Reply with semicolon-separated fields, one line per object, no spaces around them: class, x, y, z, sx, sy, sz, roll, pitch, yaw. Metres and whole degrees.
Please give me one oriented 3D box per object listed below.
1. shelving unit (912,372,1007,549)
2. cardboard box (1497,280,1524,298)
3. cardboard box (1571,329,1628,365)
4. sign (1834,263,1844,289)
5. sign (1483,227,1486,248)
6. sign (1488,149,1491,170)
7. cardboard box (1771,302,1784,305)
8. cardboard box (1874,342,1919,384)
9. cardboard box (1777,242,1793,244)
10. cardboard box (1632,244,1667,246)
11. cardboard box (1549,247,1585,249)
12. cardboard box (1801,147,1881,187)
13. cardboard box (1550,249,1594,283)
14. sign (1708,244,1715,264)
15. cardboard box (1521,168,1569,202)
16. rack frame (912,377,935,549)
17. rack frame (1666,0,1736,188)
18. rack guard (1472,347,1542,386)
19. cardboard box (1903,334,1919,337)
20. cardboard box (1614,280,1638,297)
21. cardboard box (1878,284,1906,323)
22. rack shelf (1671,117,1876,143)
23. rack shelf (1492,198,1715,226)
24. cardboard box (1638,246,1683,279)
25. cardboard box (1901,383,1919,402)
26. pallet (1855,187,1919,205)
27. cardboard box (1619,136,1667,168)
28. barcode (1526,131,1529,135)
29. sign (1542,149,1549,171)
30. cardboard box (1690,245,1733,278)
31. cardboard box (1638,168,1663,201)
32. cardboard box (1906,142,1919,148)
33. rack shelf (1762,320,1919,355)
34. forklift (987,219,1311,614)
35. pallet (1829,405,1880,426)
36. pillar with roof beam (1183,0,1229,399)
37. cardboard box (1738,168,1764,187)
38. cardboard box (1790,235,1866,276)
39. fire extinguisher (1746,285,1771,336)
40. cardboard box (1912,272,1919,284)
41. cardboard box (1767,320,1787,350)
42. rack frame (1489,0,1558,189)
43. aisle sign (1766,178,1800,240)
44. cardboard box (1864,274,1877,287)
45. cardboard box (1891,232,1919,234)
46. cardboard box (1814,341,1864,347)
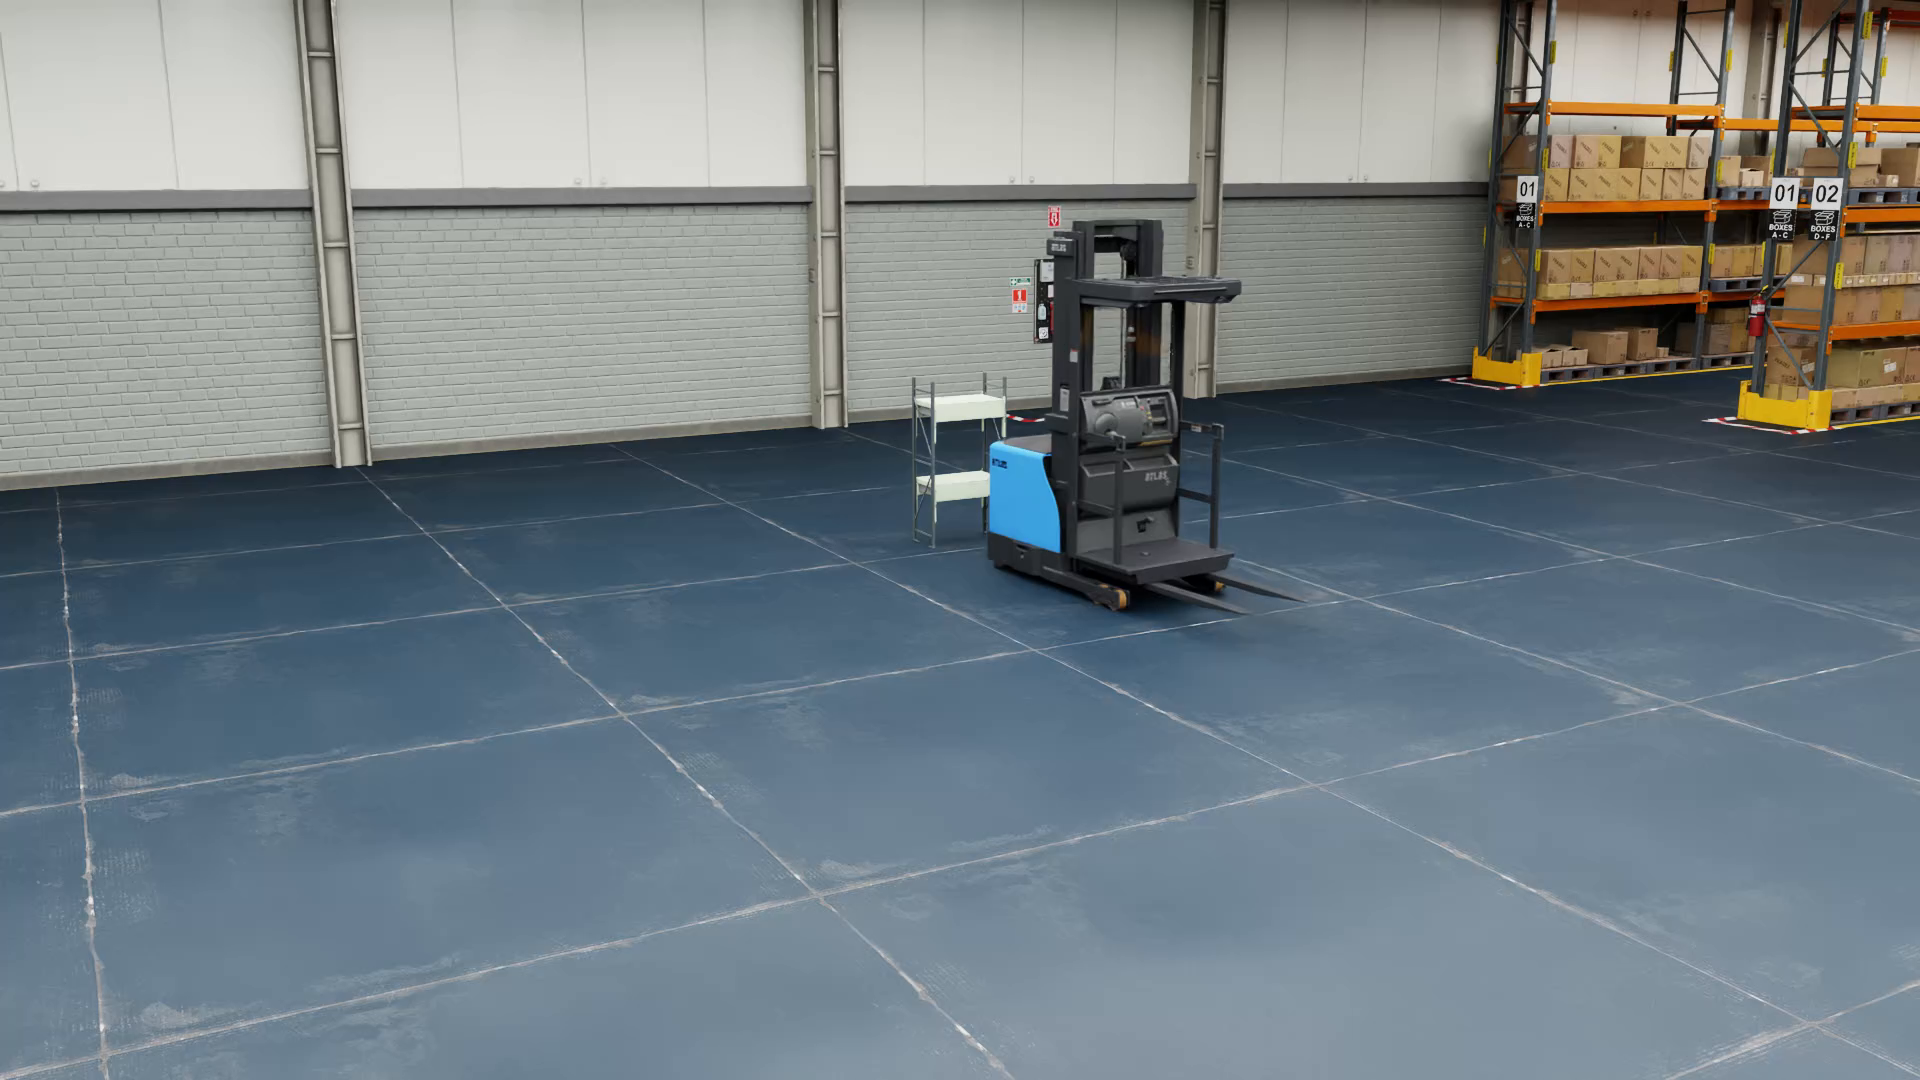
shelving unit;-0.006;-0.731;15.082;0.755;1.500;0.431;-7;14;-28
cardboard box;8.935;-4.007;26.517;0.500;0.250;0.500;-7;14;-27
cardboard box;10.436;-3.161;27.157;0.500;0.500;0.700;-8;15;-31
sign;11.255;-3.383;21.296;0.005;0.325;0.100;-7;14;-28
sign;8.369;-4.812;26.441;0.005;0.325;0.100;-7;14;-28
sign;8.369;-5.988;26.176;0.005;0.325;0.100;-7;14;-28
cardboard box;14.502;-4.052;29.408;0.500;0.250;0.500;-7;14;-27
cardboard box;12.890;-2.429;22.811;0.500;0.500;0.500;-7;14;-28
cardboard box;14.754;-4.973;29.286;0.500;0.500;0.700;-8;15;-33
cardboard box;11.616;-4.697;27.879;0.500;0.500;0.500;-7;15;-29
cardboard box;9.828;-4.483;26.925;0.500;0.500;0.500;-7;15;-29
cardboard box;11.501;-4.876;21.741;0.637;0.503;0.797;-6;14;-24
cardboard box;9.619;-4.328;26.238;0.500;0.500;0.500;-7;14;-28
sign;12.395;-4.723;27.432;0.005;0.325;0.100;-7;14;-28
cardboard box;9.031;-5.492;25.718;0.500;0.500;0.500;-6;14;-26
rack frame;-0.327;-0.692;14.911;0.023;1.500;0.400;-7;14;-28
rack frame;12.129;-7.331;27.329;0.127;3.000;1.000;-7;14;-28
rack guard;8.684;-2.772;26.428;0.348;0.500;1.175;-7;14;-28
cardboard box;13.948;-2.691;23.973;0.500;0.500;0.500;-7;14;-28
cardboard box;10.542;-4.073;26.811;0.500;0.250;0.500;-7;14;-27
cardboard box;12.308;-3.232;22.551;0.500;0.500;0.700;-7;14;-27
rack shelf;13.884;-6.995;28.387;4.000;0.370;1.077;-7;14;-28
rack shelf;10.373;-5.306;26.803;4.000;0.370;1.077;-7;14;-28
cardboard box;11.427;-4.544;27.196;0.500;0.500;0.500;-7;14;-28
cardboard box;12.889;-2.064;22.894;0.500;0.250;0.500;-7;14;-28
pallet;12.700;-4.648;22.441;1.213;0.211;1.003;-7;14;-28
cardboard box;10.889;-6.192;26.551;0.500;0.500;0.500;-7;15;-30
barcode;9.001;-6.447;26.362;0.075;0.075;0.001;-7;14;-28
sign;8.878;-5.769;25.228;0.005;0.325;0.100;-7;14;-28
cardboard box;12.592;-4.715;28.137;0.500;0.500;0.700;-7;14;-28
cardboard box;10.886;-5.709;26.681;0.500;0.500;0.500;-7;15;-30
cardboard box;17.838;-7.210;30.687;0.500;0.250;0.500;-7;15;-30
rack shelf;12.750;-2.889;22.892;4.000;0.370;1.077;-7;14;-28
forklift;1.471;-1.003;13.029;1.130;2.935;3.031;-8;15;-33
pallet;11.646;-1.757;22.577;1.213;0.211;1.003;-7;14;-28
pillar with roof beam;5.614;-5.690;20.036;0.400;9.000;9.100;-7;14;-28
cardboard box;13.187;-6.136;28.097;0.500;0.311;0.500;-6;14;-26
cardboard box;11.457;-3.763;21.957;0.500;0.500;0.700;-7;14;-28
fire extinguisher;10.668;-3.068;22.229;0.183;0.674;0.296;-7;14;-28
cardboard box;12.792;-3.556;22.513;0.250;0.149;0.380;-7;14;-27
cardboard box;14.102;-3.645;29.305;0.500;0.500;0.700;-7;14;-28
rack frame;8.618;-6.910;25.459;0.127;3.000;1.000;-7;14;-28
aisle sign;10.796;-4.347;21.813;0.004;0.787;0.394;-7;14;-28
cardboard box;11.892;-3.448;22.036;0.250;0.149;0.380;-7;14;-28
cardboard box;13.236;-3.978;22.911;0.500;0.500;0.700;-7;14;-28
cardboard box;12.193;-2.480;23.037;0.500;0.500;0.500;-7;14;-28
